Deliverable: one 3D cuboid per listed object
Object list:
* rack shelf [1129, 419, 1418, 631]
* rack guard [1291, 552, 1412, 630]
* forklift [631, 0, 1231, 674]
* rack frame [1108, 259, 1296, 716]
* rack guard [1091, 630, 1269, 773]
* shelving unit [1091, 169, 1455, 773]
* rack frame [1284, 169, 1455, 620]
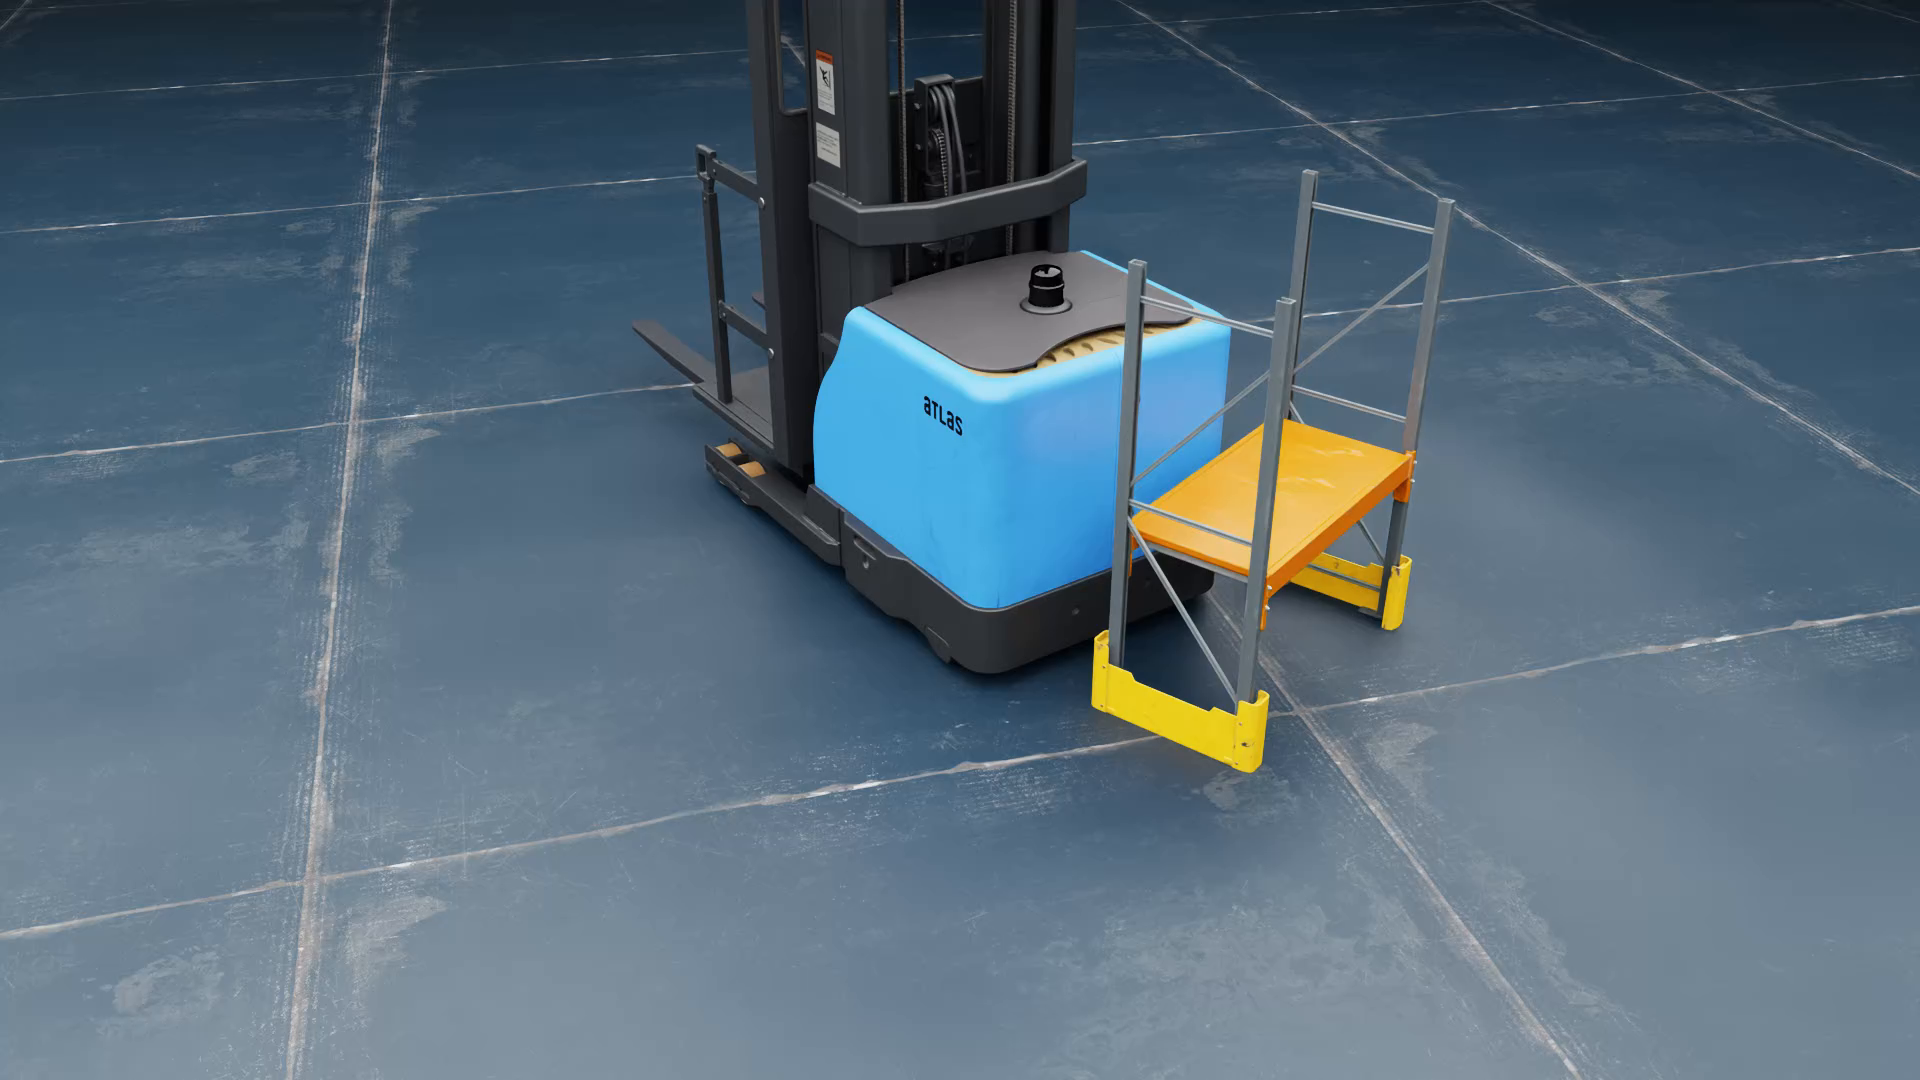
[{"bbox_3d":[0.981,-0.091,5.269,0.538,0.185,1.000,21,36,32],"label":"rack shelf"},{"bbox_3d":[1.280,0.100,5.827,0.587,0.250,0.087,21,36,32],"label":"rack guard"},{"bbox_3d":[-0.354,-1.528,5.964,1.130,2.935,3.031,-19,35,-29],"label":"forklift"},{"bbox_3d":[0.670,-0.045,4.831,0.500,1.500,0.032,21,36,32],"label":"rack frame"},{"bbox_3d":[0.671,0.495,5.145,0.587,0.250,0.087,21,36,32],"label":"rack guard"},{"bbox_3d":[0.976,-0.243,5.173,0.587,1.500,1.083,21,36,32],"label":"shelving unit"},{"bbox_3d":[1.292,-0.448,5.527,0.500,1.500,0.032,21,36,32],"label":"rack frame"}]
